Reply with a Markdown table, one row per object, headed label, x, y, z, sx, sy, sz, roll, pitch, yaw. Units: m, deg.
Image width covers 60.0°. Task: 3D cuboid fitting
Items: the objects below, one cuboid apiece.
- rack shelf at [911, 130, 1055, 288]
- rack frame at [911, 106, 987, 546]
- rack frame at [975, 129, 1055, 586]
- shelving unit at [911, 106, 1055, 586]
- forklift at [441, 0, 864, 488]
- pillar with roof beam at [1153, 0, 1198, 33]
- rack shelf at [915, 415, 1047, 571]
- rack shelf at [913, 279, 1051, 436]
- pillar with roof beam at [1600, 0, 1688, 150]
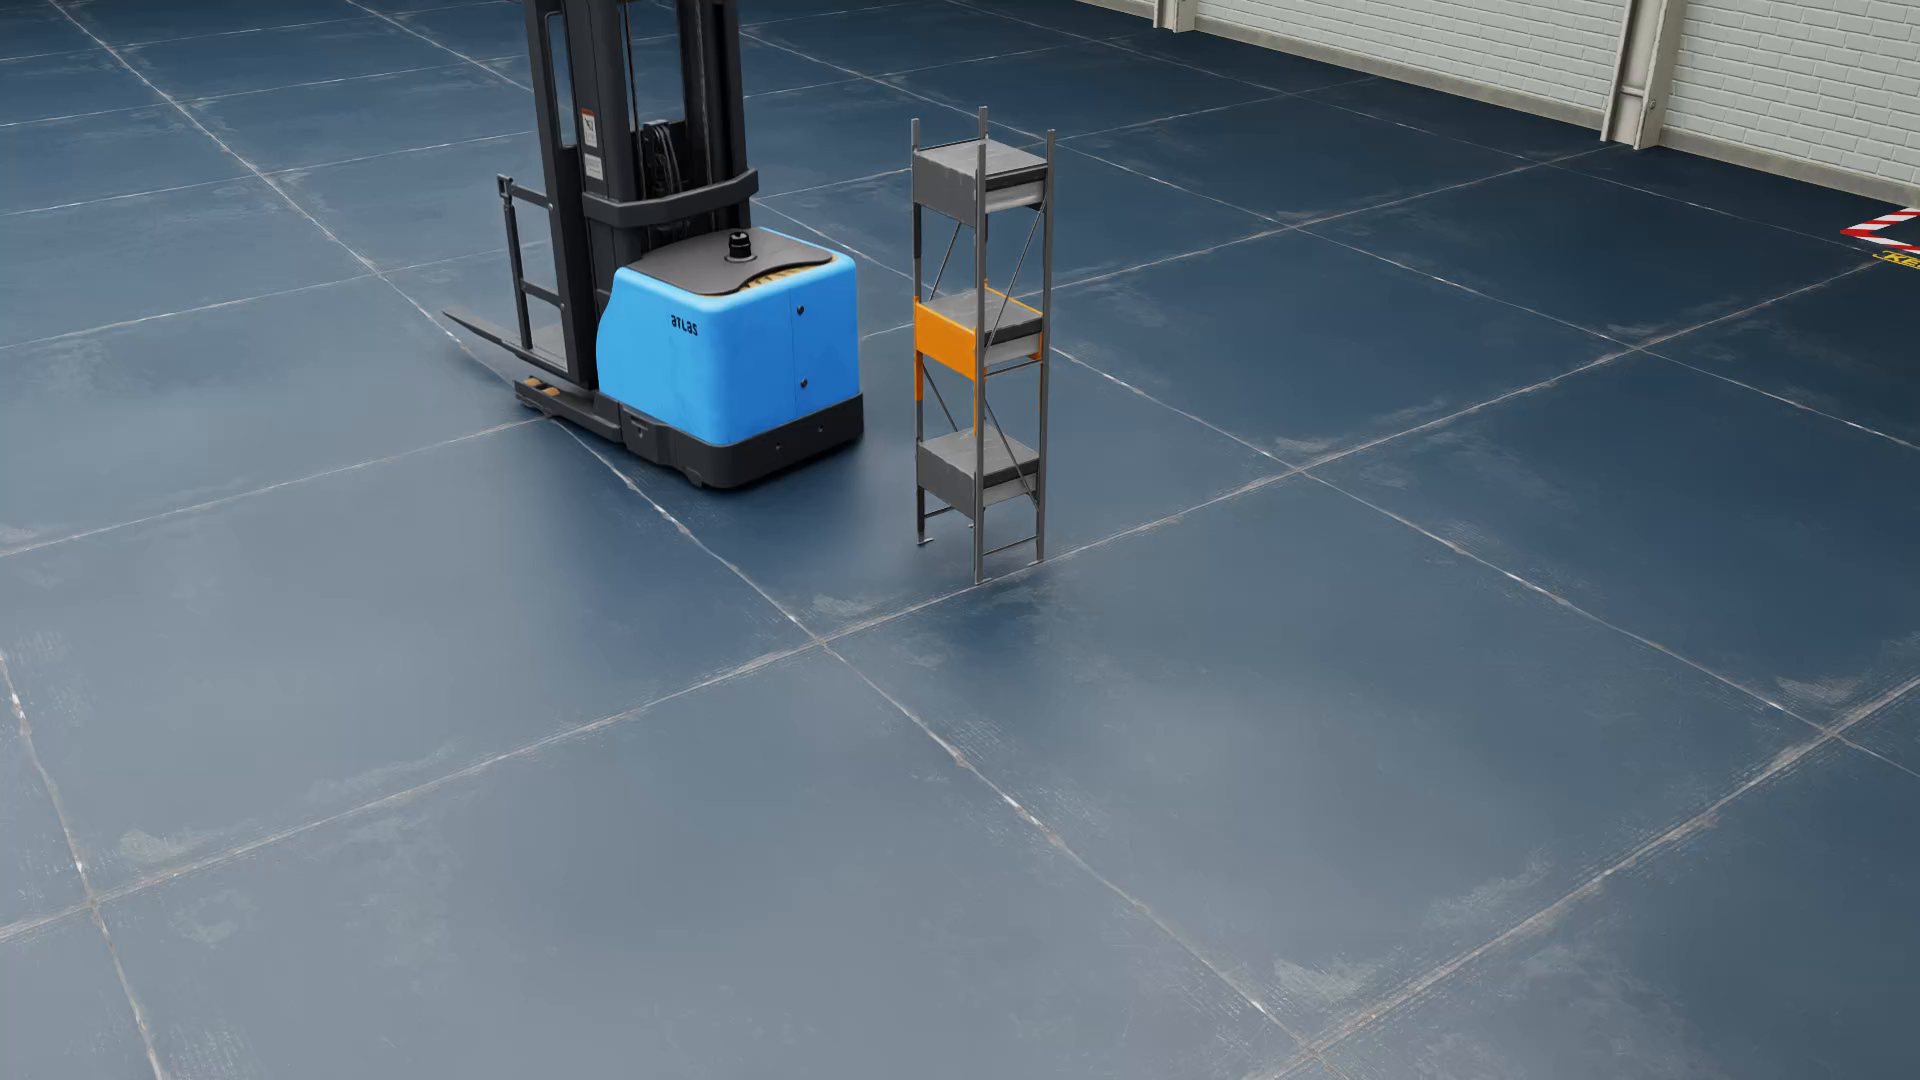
| label | x | y | z | sx | sy | sz | roll | pitch | yaw |
| --- | --- | --- | --- | --- | --- | --- | --- | --- | --- |
| rack shelf | 0.096 | -1.461 | 7.303 | 0.431 | 0.518 | 0.480 | -19 | 34 | -31 |
| rack frame | -0.046 | -0.953 | 7.805 | 0.400 | 2.100 | 0.015 | -19 | 34 | -31 |
| rack frame | 0.238 | -0.763 | 7.456 | 0.400 | 2.100 | 0.015 | -19 | 34 | -31 |
| shelving unit | 0.096 | -0.858 | 7.630 | 0.431 | 2.100 | 0.503 | -19 | 34 | -31 |
| forklift | -1.941 | -2.153 | 9.143 | 3.031 | 2.935 | 1.130 | 25 | 37 | 38 |
| pillar with roof beam | -1.050 | -8.624 | 14.701 | 9.100 | 9.000 | 0.400 | -19 | 34 | -31 |
| rack shelf | 0.096 | -0.231 | 7.971 | 0.431 | 0.518 | 0.480 | -19 | 34 | -31 |
| rack shelf | 0.096 | -0.846 | 7.637 | 0.431 | 0.518 | 0.480 | -19 | 34 | -31 |
| pillar with roof beam | 2.431 | -6.292 | 10.406 | 9.100 | 9.000 | 0.400 | -19 | 34 | -31 |
